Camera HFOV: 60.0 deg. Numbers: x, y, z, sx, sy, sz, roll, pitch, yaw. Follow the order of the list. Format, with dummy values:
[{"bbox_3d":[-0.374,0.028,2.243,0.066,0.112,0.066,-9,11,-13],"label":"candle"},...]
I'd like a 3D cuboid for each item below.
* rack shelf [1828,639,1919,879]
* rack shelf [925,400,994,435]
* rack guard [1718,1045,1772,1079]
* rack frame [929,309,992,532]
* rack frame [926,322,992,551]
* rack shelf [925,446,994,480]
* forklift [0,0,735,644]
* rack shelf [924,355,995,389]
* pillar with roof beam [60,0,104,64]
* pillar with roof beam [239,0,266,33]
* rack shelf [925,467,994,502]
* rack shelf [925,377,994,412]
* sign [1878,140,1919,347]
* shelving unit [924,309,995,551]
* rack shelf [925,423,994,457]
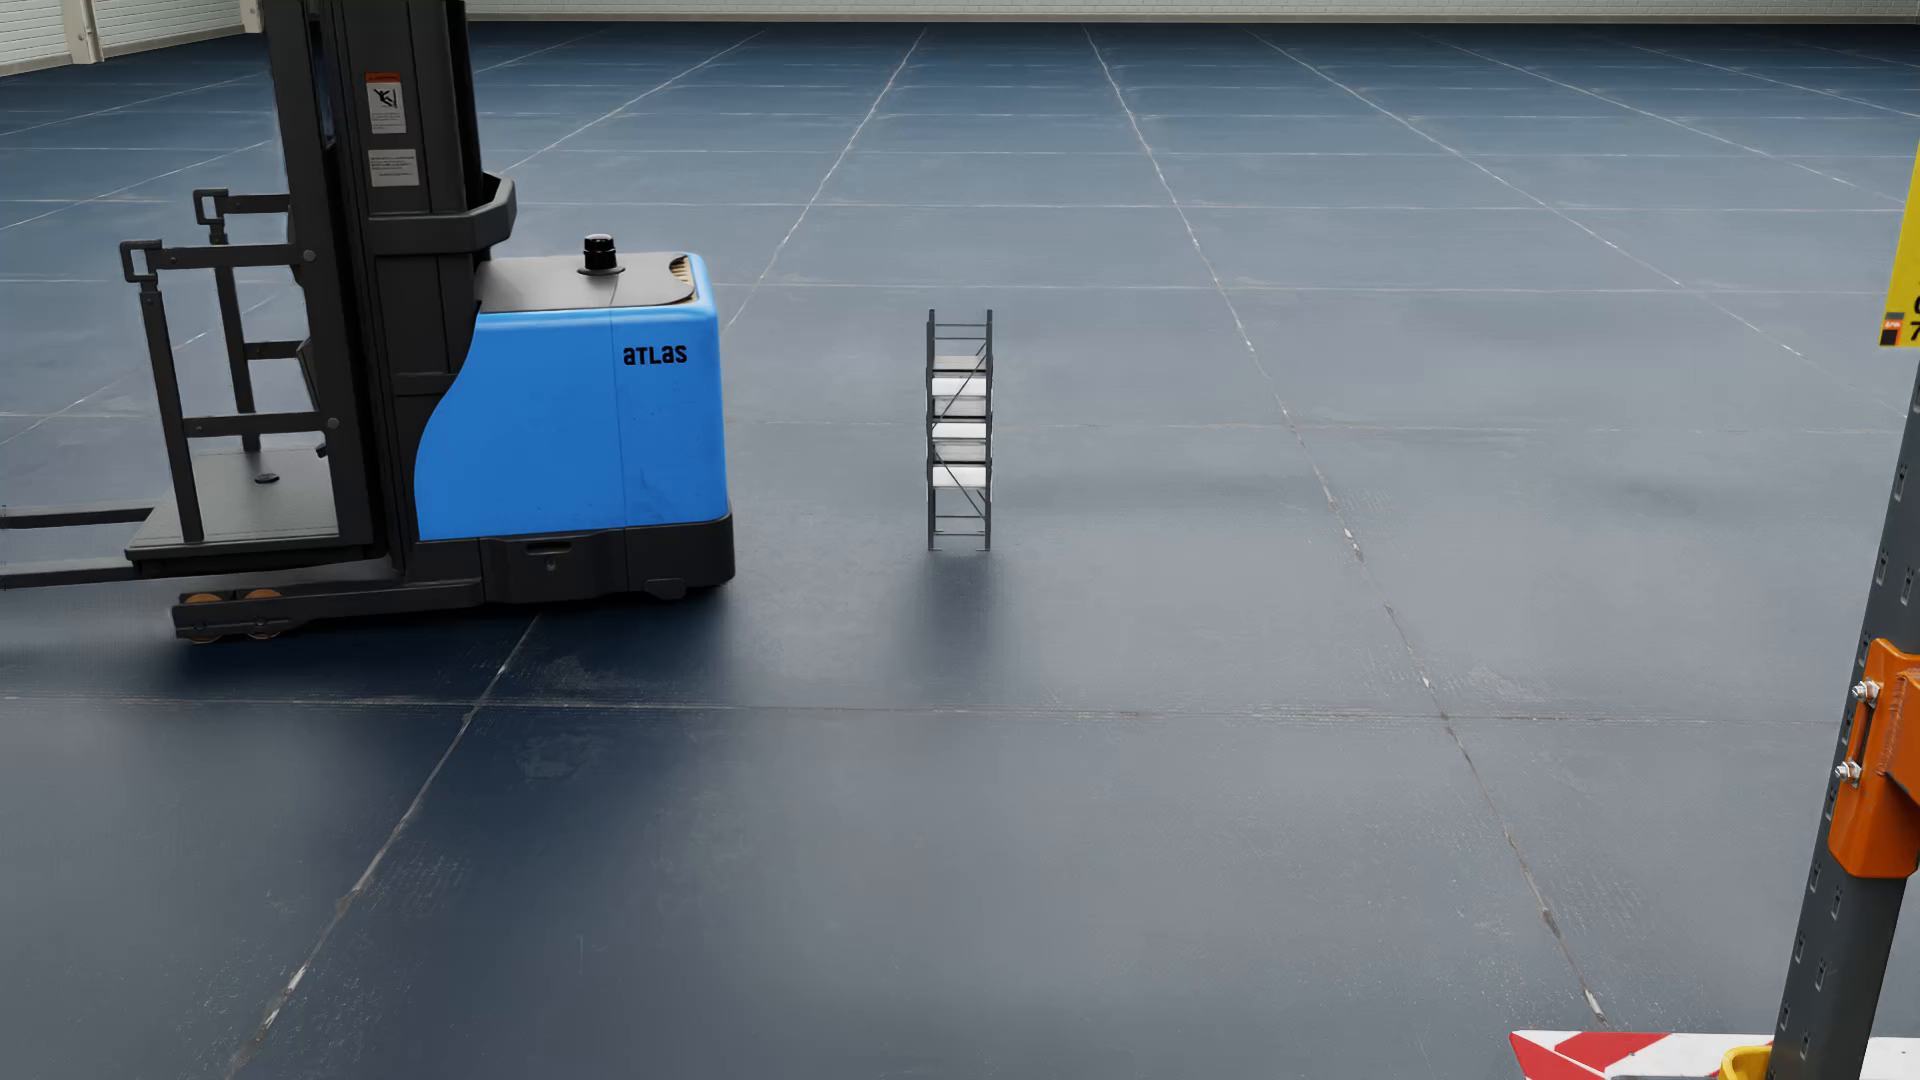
[{"bbox_3d":[1.822,1.044,0.685,1.077,0.370,4.000,1,21,2],"label":"rack shelf"},{"bbox_3d":[0.000,-0.469,6.338,0.258,0.077,0.200,1,21,2],"label":"rack shelf"},{"bbox_3d":[1.881,1.179,2.800,1.175,0.500,0.348,1,21,2],"label":"rack guard"},{"bbox_3d":[0.003,-0.453,6.453,0.240,0.900,0.006,1,21,2],"label":"rack frame"},{"bbox_3d":[-0.003,-0.380,6.264,0.240,0.900,0.006,1,21,2],"label":"rack frame"},{"bbox_3d":[0.000,-0.302,6.403,0.258,0.077,0.200,1,21,2],"label":"rack shelf"},{"bbox_3d":[-2.381,-1.223,5.629,3.031,2.935,1.130,-4,22,-10],"label":"forklift"},{"bbox_3d":[0.000,-0.637,6.273,0.258,0.077,0.200,1,21,2],"label":"rack shelf"},{"bbox_3d":[-8.873,-11.362,23.371,9.100,9.000,0.400,1,21,2],"label":"pillar with roof beam"},{"bbox_3d":[-8.690,-13.531,28.962,9.100,9.000,0.400,1,21,2],"label":"pillar with roof beam"},{"bbox_3d":[0.000,-0.218,6.436,0.258,0.077,0.200,1,21,2],"label":"rack shelf"},{"bbox_3d":[0.000,-0.553,6.306,0.258,0.077,0.200,1,21,2],"label":"rack shelf"},{"bbox_3d":[1.341,-0.424,2.278,0.100,0.325,0.005,1,21,2],"label":"sign"},{"bbox_3d":[0.000,-0.417,6.359,0.258,0.900,0.210,1,21,2],"label":"shelving unit"},{"bbox_3d":[0.000,-0.386,6.371,0.258,0.077,0.200,1,21,2],"label":"rack shelf"}]
